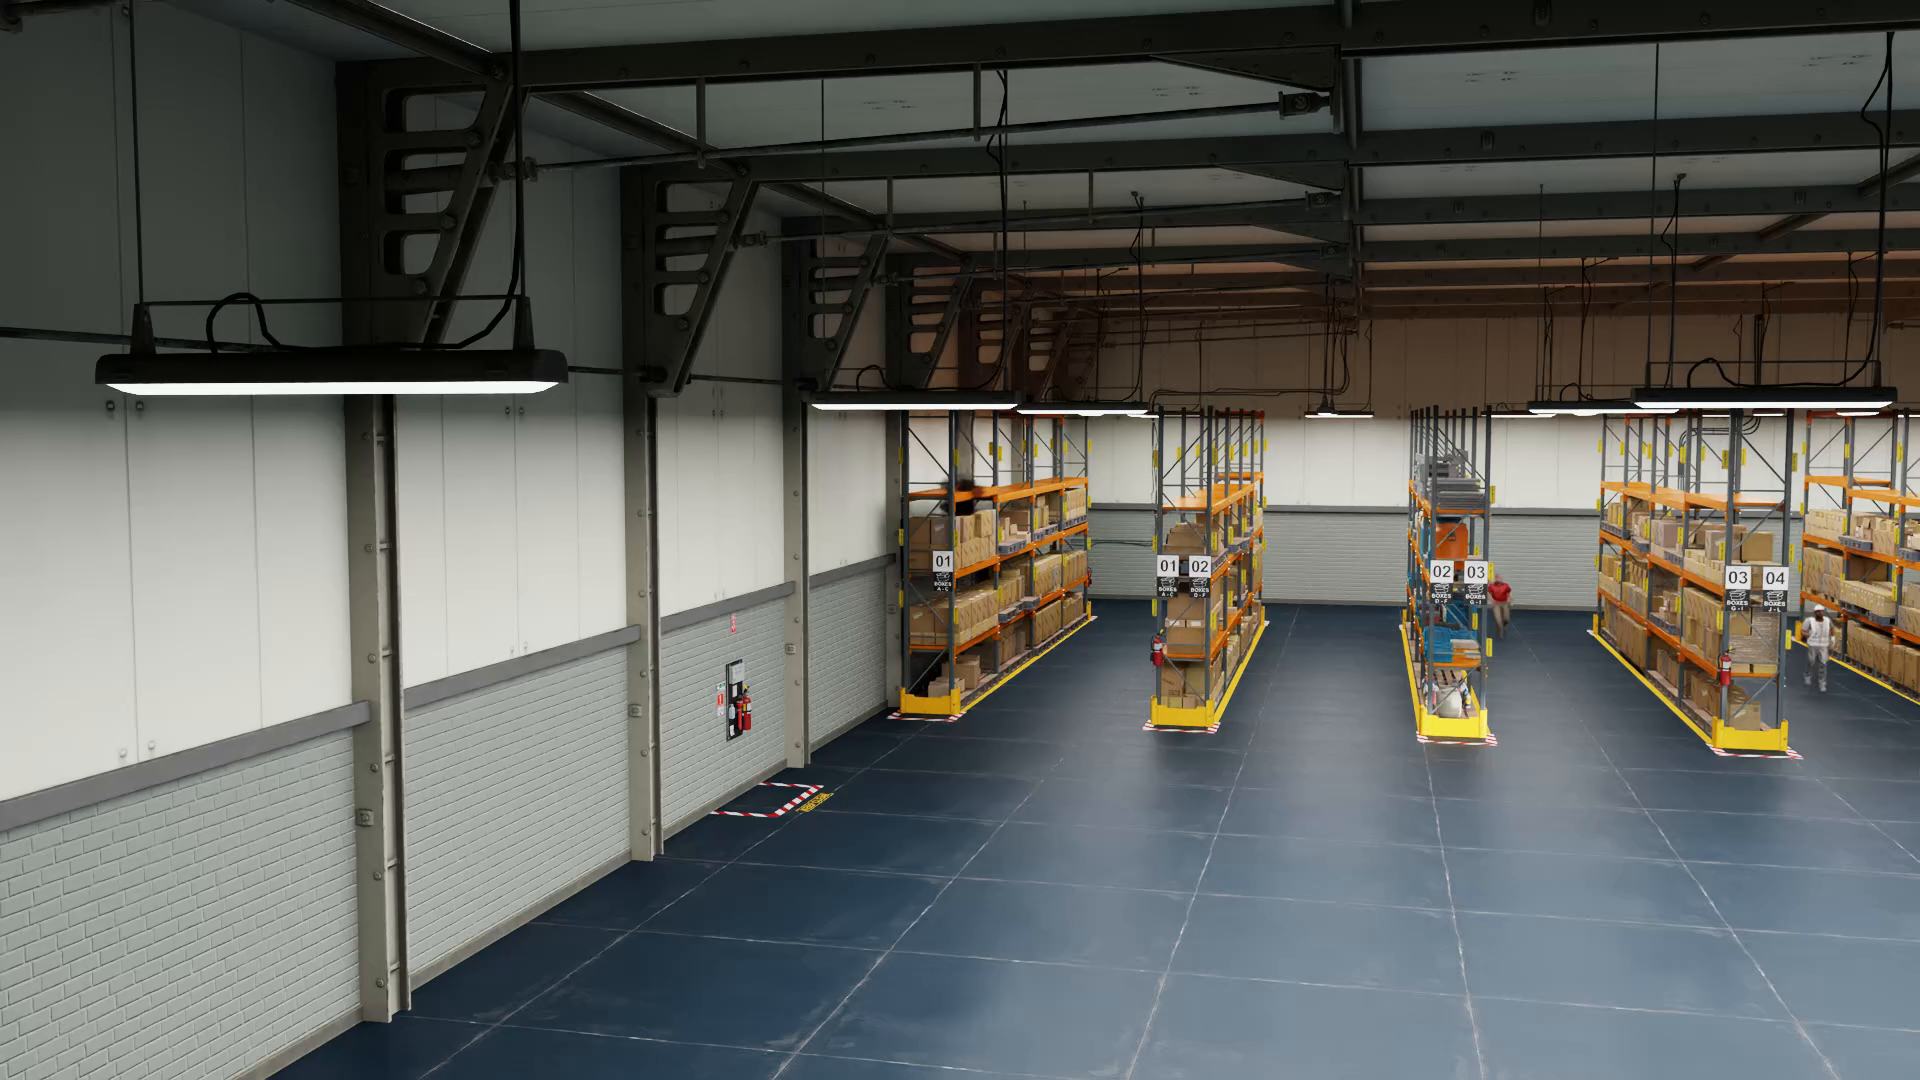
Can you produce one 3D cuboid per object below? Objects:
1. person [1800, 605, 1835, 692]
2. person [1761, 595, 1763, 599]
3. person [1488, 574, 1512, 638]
[{"bbox_3d":[18.297,2.281,35.477,0.708,1.818,0.866,1,4,13],"label":"person"},{"bbox_3d":[19.392,2.011,40.313,0.741,1.713,1.055,0,4,3],"label":"person"},{"bbox_3d":[14.236,1.742,43.935,0.692,1.687,0.526,1,4,7],"label":"person"}]
